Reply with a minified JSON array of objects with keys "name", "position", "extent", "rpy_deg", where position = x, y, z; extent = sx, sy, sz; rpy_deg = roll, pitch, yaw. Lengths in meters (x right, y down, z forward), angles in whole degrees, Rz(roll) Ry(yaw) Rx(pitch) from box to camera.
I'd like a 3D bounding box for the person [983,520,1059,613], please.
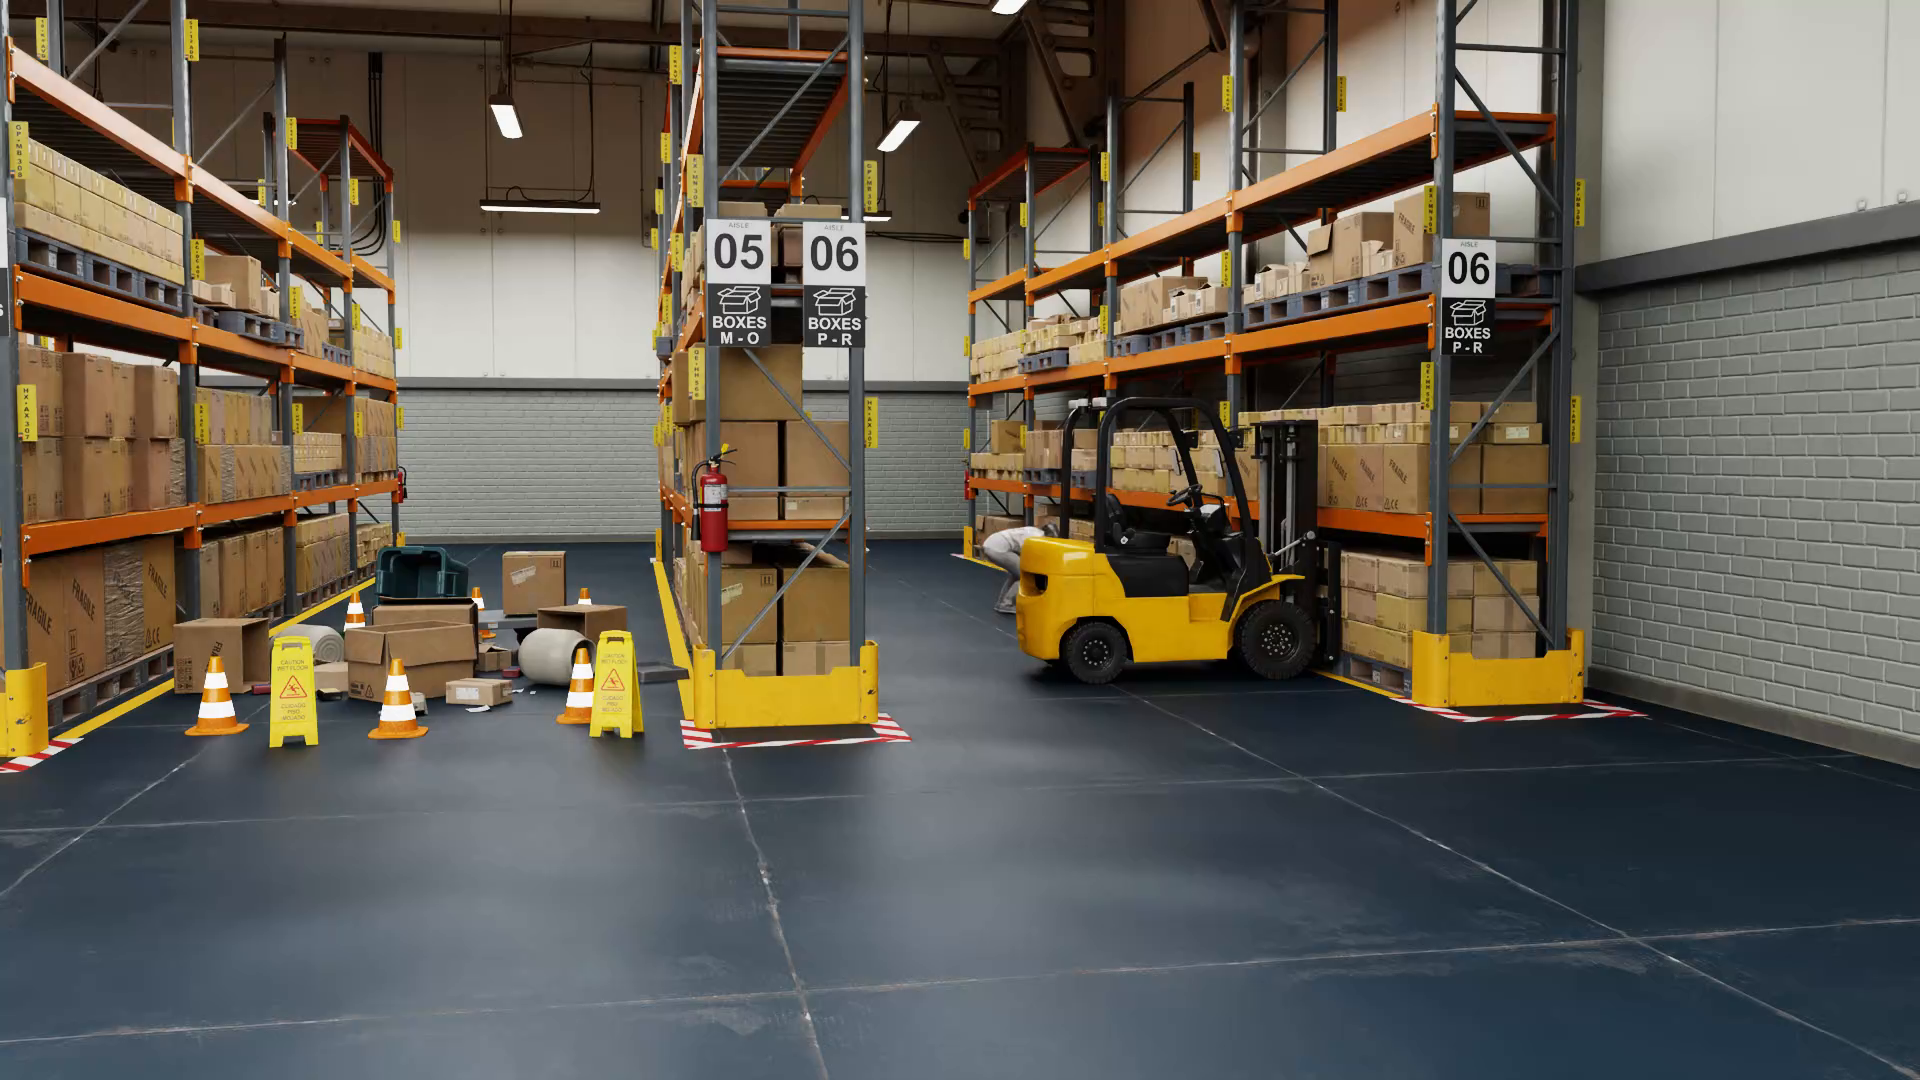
[{"name":"person","position":[0.707,0.289,18.010],"extent":[0.919,0.996,0.468],"rpy_deg":[-1,3,-14]}]
